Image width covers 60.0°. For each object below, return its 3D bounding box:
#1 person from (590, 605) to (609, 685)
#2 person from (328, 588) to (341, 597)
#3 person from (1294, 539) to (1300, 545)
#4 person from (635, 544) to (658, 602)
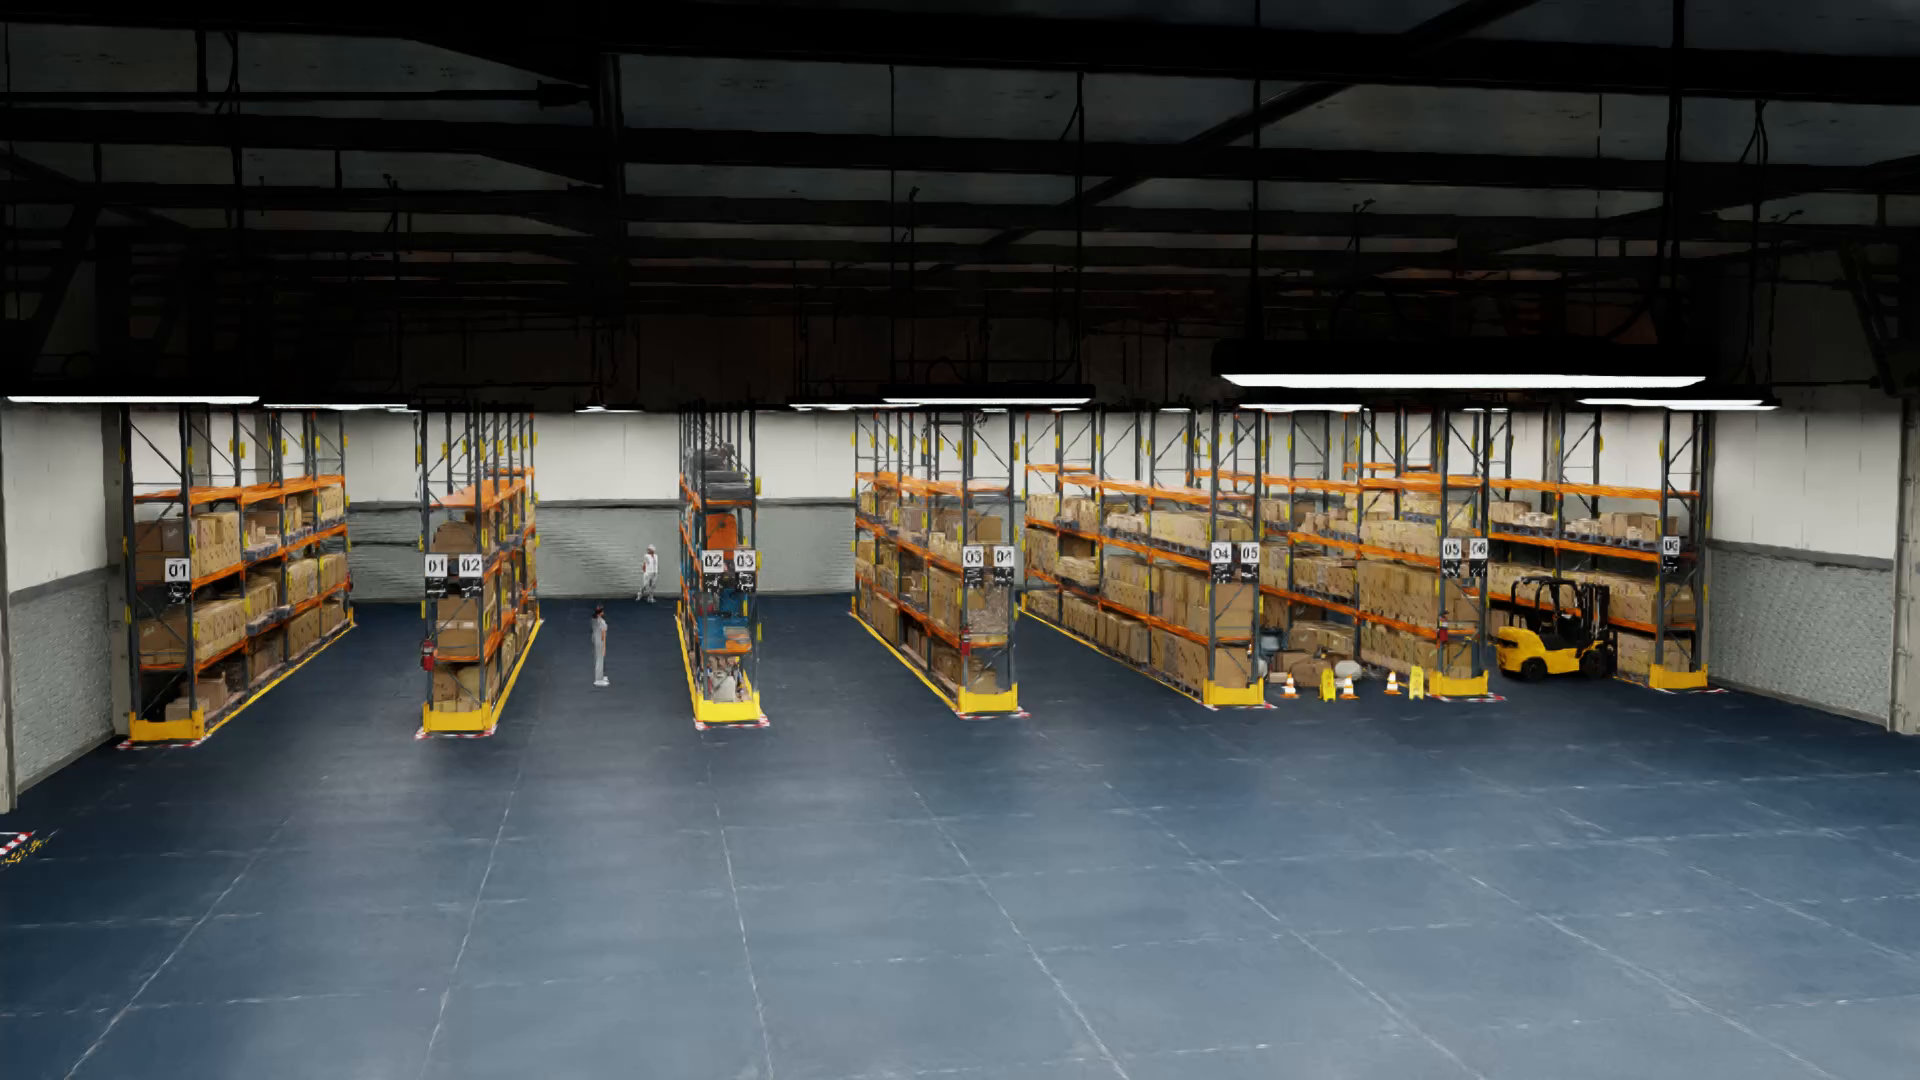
[{"bbox_3d":[-7.621,2.206,35.315,0.451,1.679,0.539,-4,6,-39],"label":"person"},{"bbox_3d":[-17.408,1.382,46.077,0.502,1.765,0.622,1,5,17],"label":"person"},{"bbox_3d":[10.843,0.845,53.176,0.593,1.761,0.619,4,6,44],"label":"person"},{"bbox_3d":[-9.560,1.010,50.778,0.508,1.769,0.740,3,5,38],"label":"person"}]
